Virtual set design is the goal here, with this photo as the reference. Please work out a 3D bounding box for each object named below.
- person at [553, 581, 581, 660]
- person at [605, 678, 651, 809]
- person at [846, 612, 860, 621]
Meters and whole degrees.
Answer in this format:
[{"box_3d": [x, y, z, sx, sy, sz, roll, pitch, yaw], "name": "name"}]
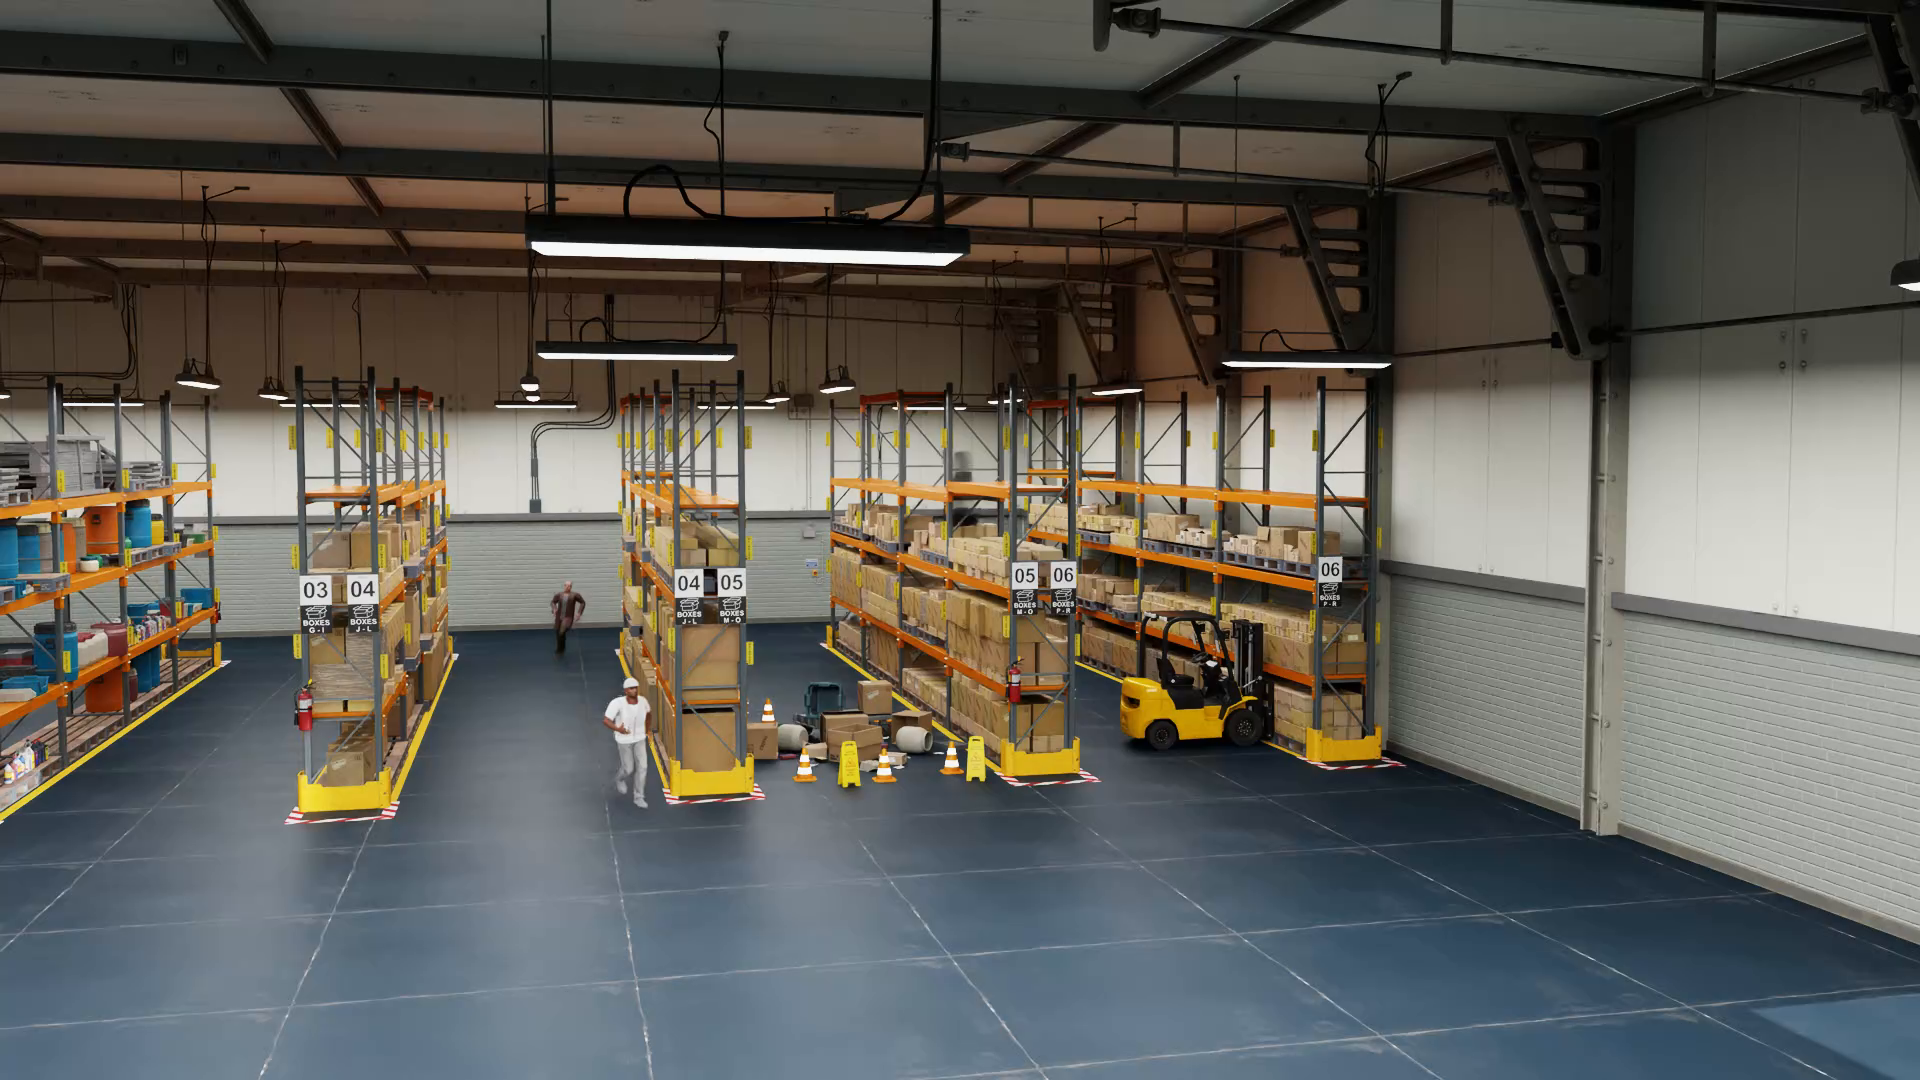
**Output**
[{"box_3d": [-9.094, 1.848, 38.380, 0.751, 1.806, 0.810, 1, 3, 12], "name": "person"}, {"box_3d": [-4.550, 2.770, 22.930, 0.701, 1.761, 0.853, -2, 4, -33], "name": "person"}, {"box_3d": [-2.583, 1.668, 41.640, 0.646, 1.552, 0.586, -1, 4, -23], "name": "person"}]
